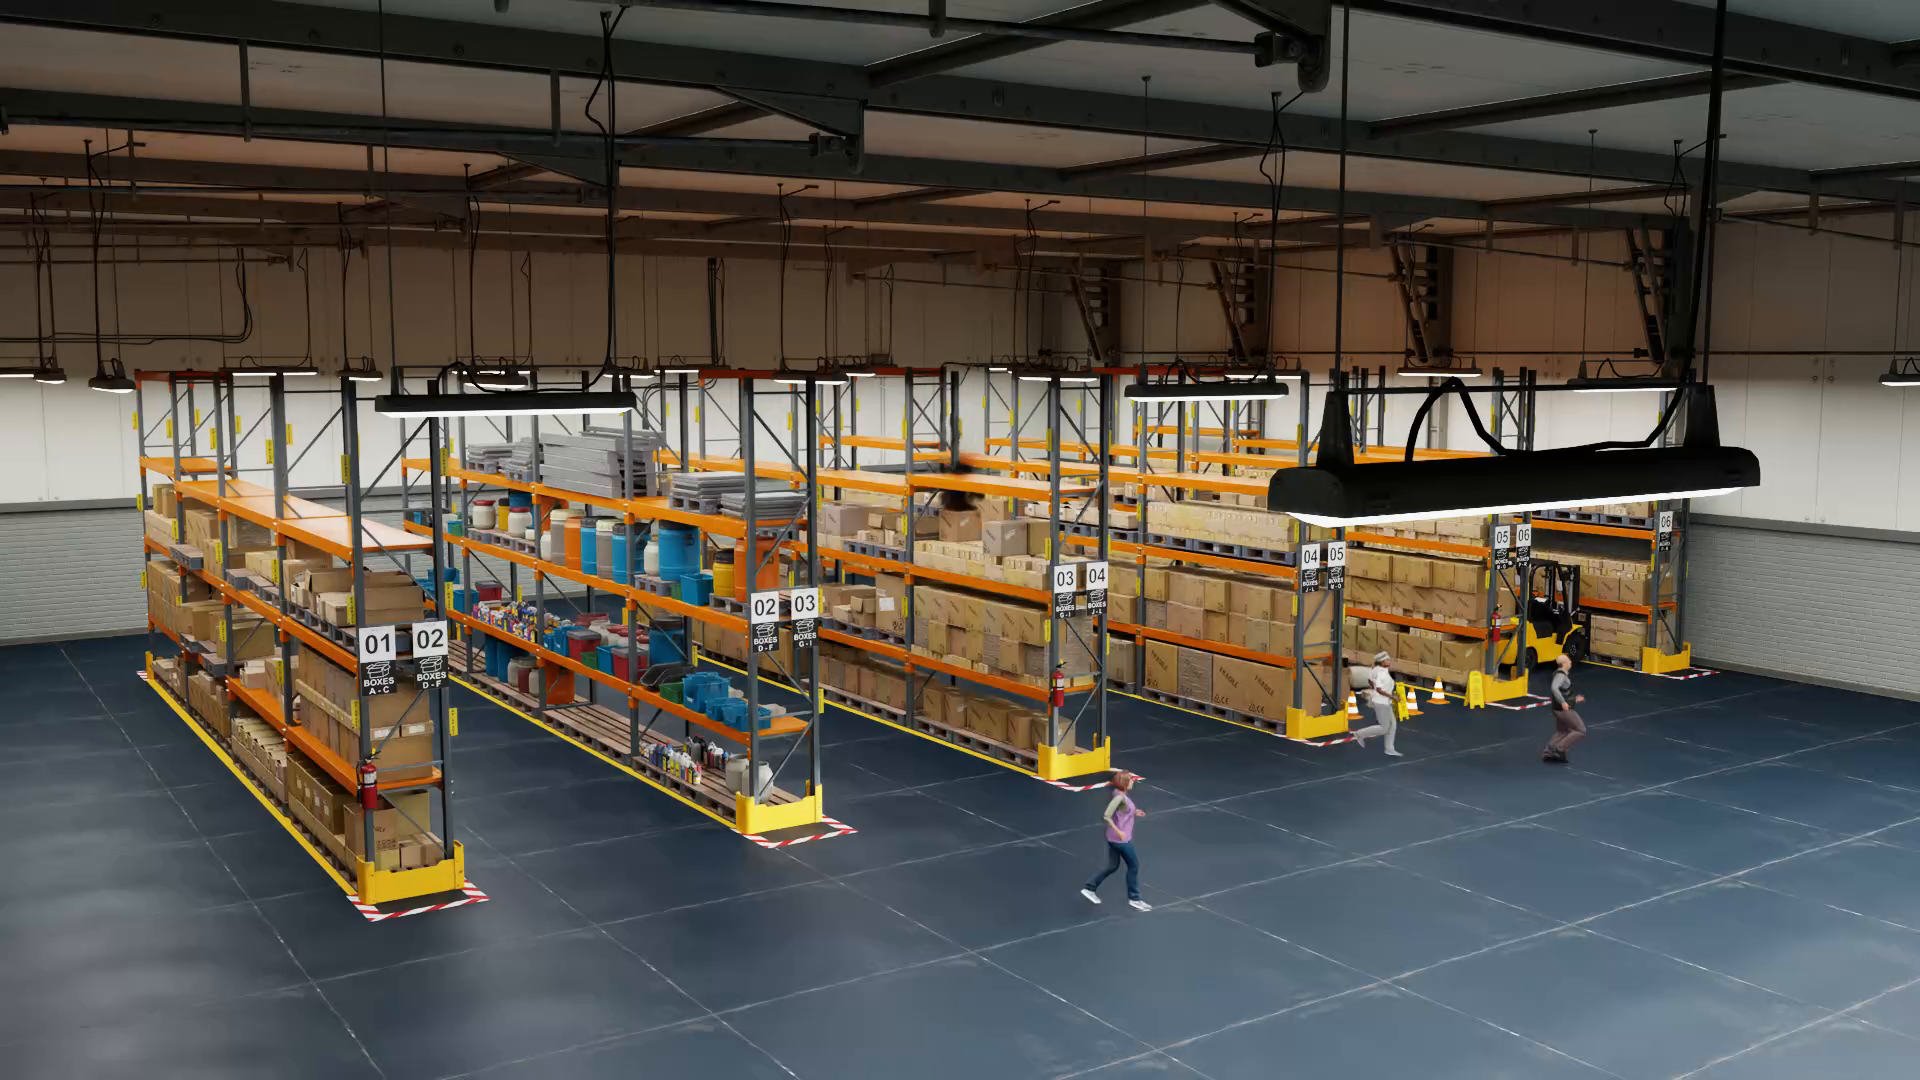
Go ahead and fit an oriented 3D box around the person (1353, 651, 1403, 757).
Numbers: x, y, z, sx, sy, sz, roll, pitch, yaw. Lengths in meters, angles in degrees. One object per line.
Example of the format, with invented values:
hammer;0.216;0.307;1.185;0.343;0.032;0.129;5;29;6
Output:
person;6.584;2.572;26.128;0.781;1.693;0.583;1;7;9

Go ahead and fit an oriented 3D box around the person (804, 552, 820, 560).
person;-3.751;0.800;41.872;0.541;1.573;0.864;4;8;33

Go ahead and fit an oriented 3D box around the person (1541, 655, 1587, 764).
person;9.308;2.606;25.578;0.630;1.678;0.671;1;7;11

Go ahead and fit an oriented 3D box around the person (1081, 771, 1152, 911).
person;1.774;3.410;18.875;0.817;1.617;0.523;-1;6;-5
